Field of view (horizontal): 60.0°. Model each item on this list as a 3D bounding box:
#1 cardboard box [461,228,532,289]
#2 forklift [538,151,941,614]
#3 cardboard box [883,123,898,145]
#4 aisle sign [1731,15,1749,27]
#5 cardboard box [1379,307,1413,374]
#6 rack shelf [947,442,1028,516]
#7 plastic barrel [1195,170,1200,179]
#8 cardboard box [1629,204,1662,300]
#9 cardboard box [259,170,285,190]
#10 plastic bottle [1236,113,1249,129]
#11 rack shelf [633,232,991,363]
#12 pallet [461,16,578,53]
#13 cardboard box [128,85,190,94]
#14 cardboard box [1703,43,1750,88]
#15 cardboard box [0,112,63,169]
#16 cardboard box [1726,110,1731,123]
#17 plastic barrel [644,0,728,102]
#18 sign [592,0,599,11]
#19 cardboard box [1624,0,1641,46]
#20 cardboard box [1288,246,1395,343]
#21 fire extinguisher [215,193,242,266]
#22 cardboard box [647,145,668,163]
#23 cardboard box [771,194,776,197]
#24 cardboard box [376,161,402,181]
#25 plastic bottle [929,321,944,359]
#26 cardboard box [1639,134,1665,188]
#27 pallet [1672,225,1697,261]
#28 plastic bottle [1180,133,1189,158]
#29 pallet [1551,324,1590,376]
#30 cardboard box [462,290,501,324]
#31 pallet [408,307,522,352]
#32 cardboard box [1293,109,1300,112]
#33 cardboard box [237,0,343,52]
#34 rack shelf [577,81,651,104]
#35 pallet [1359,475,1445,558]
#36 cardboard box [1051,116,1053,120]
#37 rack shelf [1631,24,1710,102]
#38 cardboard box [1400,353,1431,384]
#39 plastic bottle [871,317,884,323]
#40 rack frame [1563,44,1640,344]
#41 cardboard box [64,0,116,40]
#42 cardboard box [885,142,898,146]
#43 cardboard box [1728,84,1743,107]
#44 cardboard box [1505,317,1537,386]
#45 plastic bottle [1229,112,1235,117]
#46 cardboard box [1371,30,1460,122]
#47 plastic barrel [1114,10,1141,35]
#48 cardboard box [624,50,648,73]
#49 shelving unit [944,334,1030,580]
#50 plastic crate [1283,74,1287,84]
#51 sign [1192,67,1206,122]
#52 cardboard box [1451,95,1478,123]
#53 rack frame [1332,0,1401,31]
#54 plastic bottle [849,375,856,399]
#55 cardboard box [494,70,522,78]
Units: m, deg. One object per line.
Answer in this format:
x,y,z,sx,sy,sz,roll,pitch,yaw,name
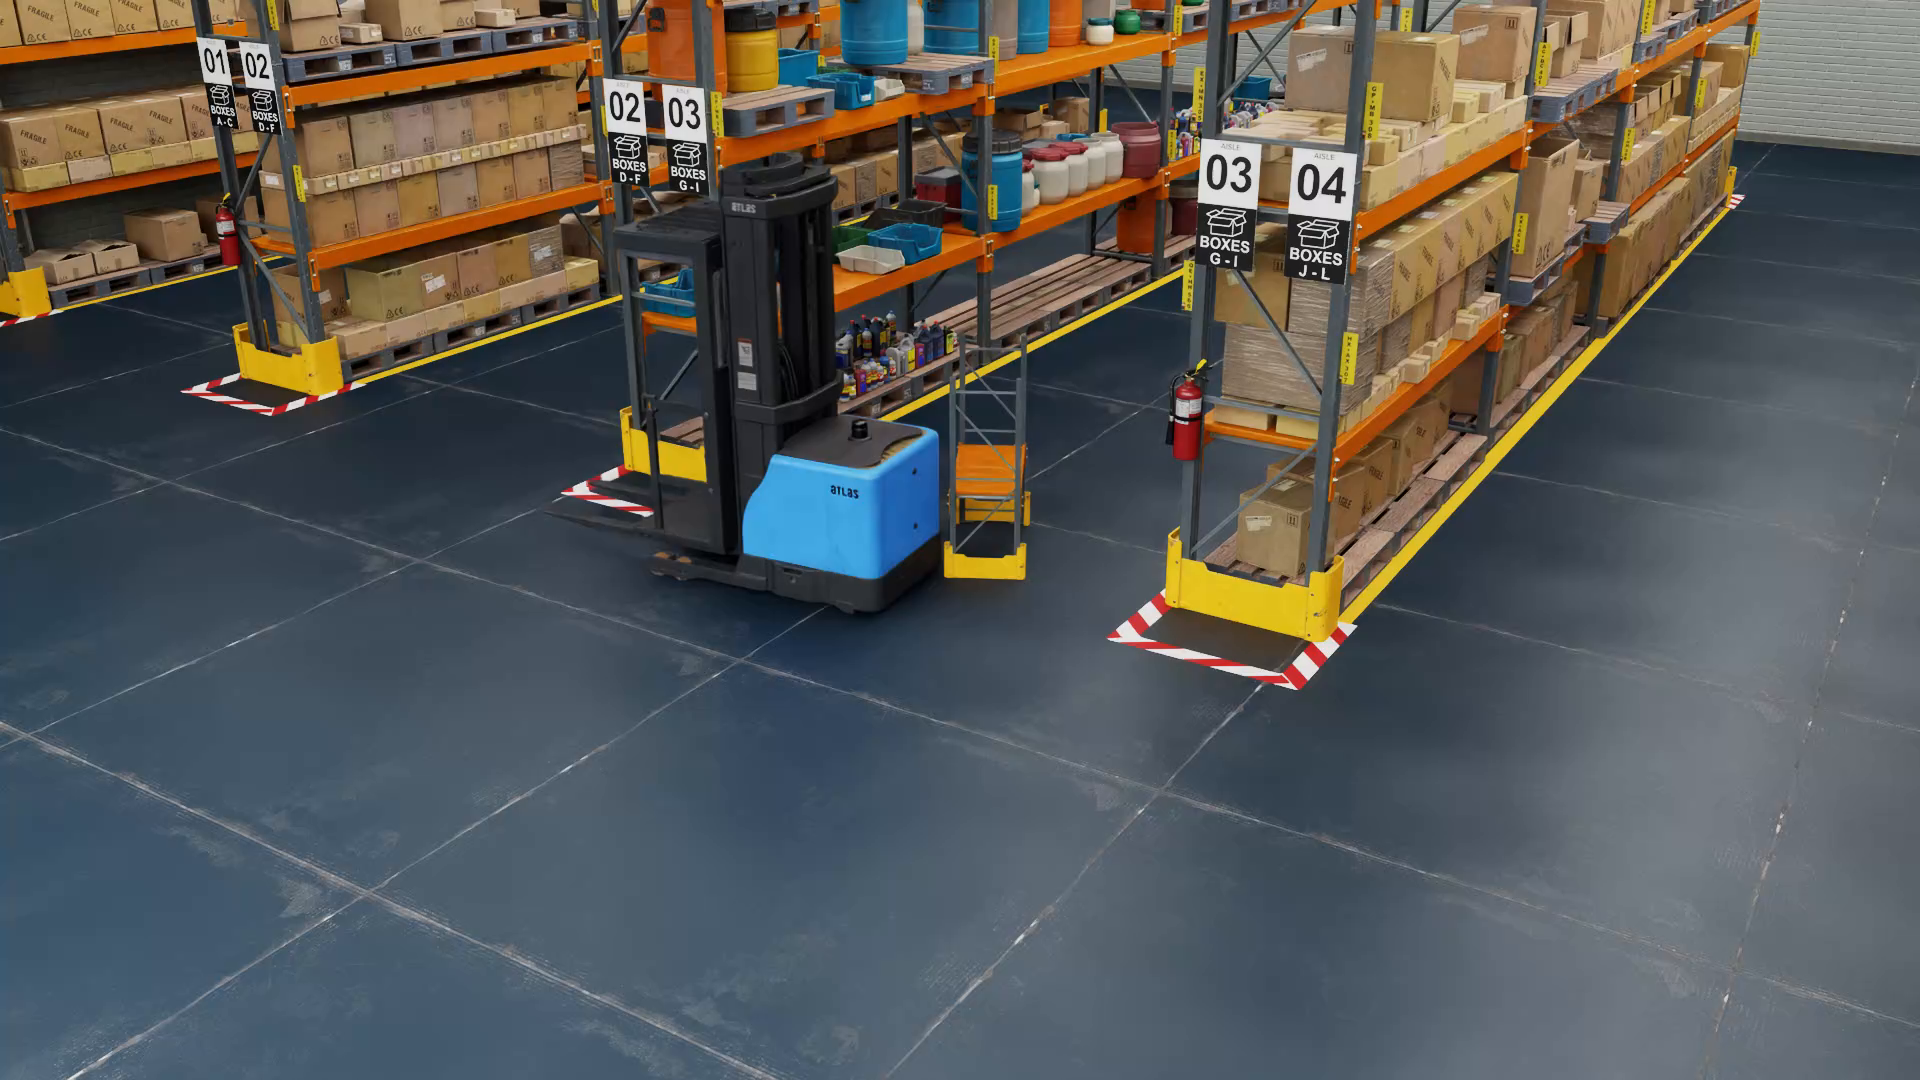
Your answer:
-4.948,-3.007,17.744,0.500,0.500,0.500,14,27,29,cardboard box
-1.690,-1.228,11.733,3.031,2.935,1.130,11,26,24,forklift
-1.125,-5.919,24.132,0.500,0.250,0.500,14,27,29,cardboard box
10.681,-7.397,22.626,0.394,0.787,0.004,14,27,29,aisle sign
2.725,-1.559,11.910,0.875,0.500,0.500,14,27,29,cardboard box
0.212,-0.457,12.205,0.538,0.185,1.000,2,23,4,rack shelf
3.396,-4.742,21.876,0.600,0.901,0.708,14,27,29,plastic barrel
7.027,-3.288,18.552,1.225,0.875,0.875,14,27,29,cardboard box
-6.426,-3.433,15.797,0.380,0.149,0.250,13,27,28,cardboard box
3.608,-5.334,21.288,0.152,0.276,0.135,14,27,29,plastic bottle
-1.204,-2.226,14.857,1.077,0.370,4.000,14,27,29,rack shelf
-4.783,-5.313,17.418,1.003,0.211,1.213,14,27,29,pallet
-9.535,-5.136,19.893,0.500,0.500,0.500,15,27,30,cardboard box
10.355,-6.435,22.546,0.500,0.500,0.500,14,27,30,cardboard box
-10.169,-4.340,18.054,0.500,0.500,0.500,14,27,29,cardboard box
10.078,-5.682,22.250,0.380,0.149,0.250,14,27,30,cardboard box
-2.111,-3.838,12.830,0.600,0.830,0.708,14,27,29,plastic barrel
-3.883,-5.804,17.692,0.100,0.325,0.005,14,27,29,sign
6.130,-4.981,15.786,0.500,0.500,0.500,15,27,30,cardboard box
2.470,-1.613,10.776,0.500,0.500,0.500,14,27,29,cardboard box
-6.922,-2.942,15.703,0.296,0.674,0.183,14,27,29,fire extinguisher
-3.658,-4.750,19.656,0.500,0.500,0.500,16,28,33,cardboard box
-2.581,-4.403,21.208,0.500,0.311,0.500,13,27,28,cardboard box
-5.671,-3.609,16.205,0.380,0.149,0.250,13,27,28,cardboard box
-0.244,-1.939,16.070,0.144,0.351,0.185,13,27,28,plastic bottle
7.459,-4.212,18.415,0.500,0.500,0.500,14,27,29,cardboard box
8.746,-3.854,21.222,1.003,0.211,1.213,14,27,29,pallet
2.676,-4.707,19.830,0.061,0.283,0.133,14,27,29,plastic bottle
5.755,-2.000,16.939,1.003,0.211,1.213,14,27,29,pallet
-5.201,-2.491,17.497,0.500,0.250,0.500,14,27,29,cardboard box
-5.453,-2.317,17.673,1.003,0.211,1.213,14,27,29,pallet
2.523,-2.930,11.490,0.380,0.149,0.250,12,26,26,cardboard box
-6.159,-4.794,15.274,0.797,0.503,0.637,16,28,33,cardboard box
-5.401,-7.002,25.890,1.077,0.370,4.000,14,27,29,rack shelf
3.092,-0.266,12.934,1.003,0.211,1.213,14,27,29,pallet
1.462,-7.145,28.348,0.380,0.149,0.250,14,27,29,cardboard box
7.224,-5.264,18.100,1.077,0.370,4.000,14,27,29,rack shelf
3.175,-1.260,12.036,0.380,0.149,0.250,14,27,29,cardboard box
-0.837,-2.052,16.425,0.152,0.276,0.135,15,28,31,plastic bottle
6.169,-3.543,16.994,1.000,3.000,0.127,14,27,29,rack frame
-9.703,-5.799,18.278,0.500,0.500,0.500,15,28,31,cardboard box
-1.139,-5.563,24.254,0.500,0.500,0.500,14,27,30,cardboard box
10.358,-6.092,22.696,0.500,0.250,0.500,13,27,28,cardboard box
4.963,-1.796,15.552,0.700,0.500,0.500,11,26,24,cardboard box
3.492,-5.352,21.335,0.097,0.271,0.097,0,23,0,plastic bottle
2.961,-3.076,11.009,0.500,0.500,0.500,14,27,29,cardboard box
1.874,-5.792,18.609,0.294,0.245,0.294,0,23,0,plastic barrel
-5.167,-7.478,25.559,0.500,0.500,0.500,15,27,30,cardboard box
0.213,-0.625,12.142,0.587,1.500,1.083,2,23,4,shelving unit
4.755,-6.237,23.060,0.402,0.464,0.583,14,27,29,plastic crate
1.488,-2.749,10.269,0.100,0.325,0.005,14,27,29,sign
3.442,-3.067,11.807,0.380,0.149,0.250,15,28,31,cardboard box
6.181,-7.281,25.629,1.000,3.000,0.127,14,27,29,rack frame
-0.983,-1.380,14.966,0.097,0.201,0.097,0,23,0,plastic bottle
-6.695,-6.744,23.709,0.700,0.500,0.500,11,26,23,cardboard box
